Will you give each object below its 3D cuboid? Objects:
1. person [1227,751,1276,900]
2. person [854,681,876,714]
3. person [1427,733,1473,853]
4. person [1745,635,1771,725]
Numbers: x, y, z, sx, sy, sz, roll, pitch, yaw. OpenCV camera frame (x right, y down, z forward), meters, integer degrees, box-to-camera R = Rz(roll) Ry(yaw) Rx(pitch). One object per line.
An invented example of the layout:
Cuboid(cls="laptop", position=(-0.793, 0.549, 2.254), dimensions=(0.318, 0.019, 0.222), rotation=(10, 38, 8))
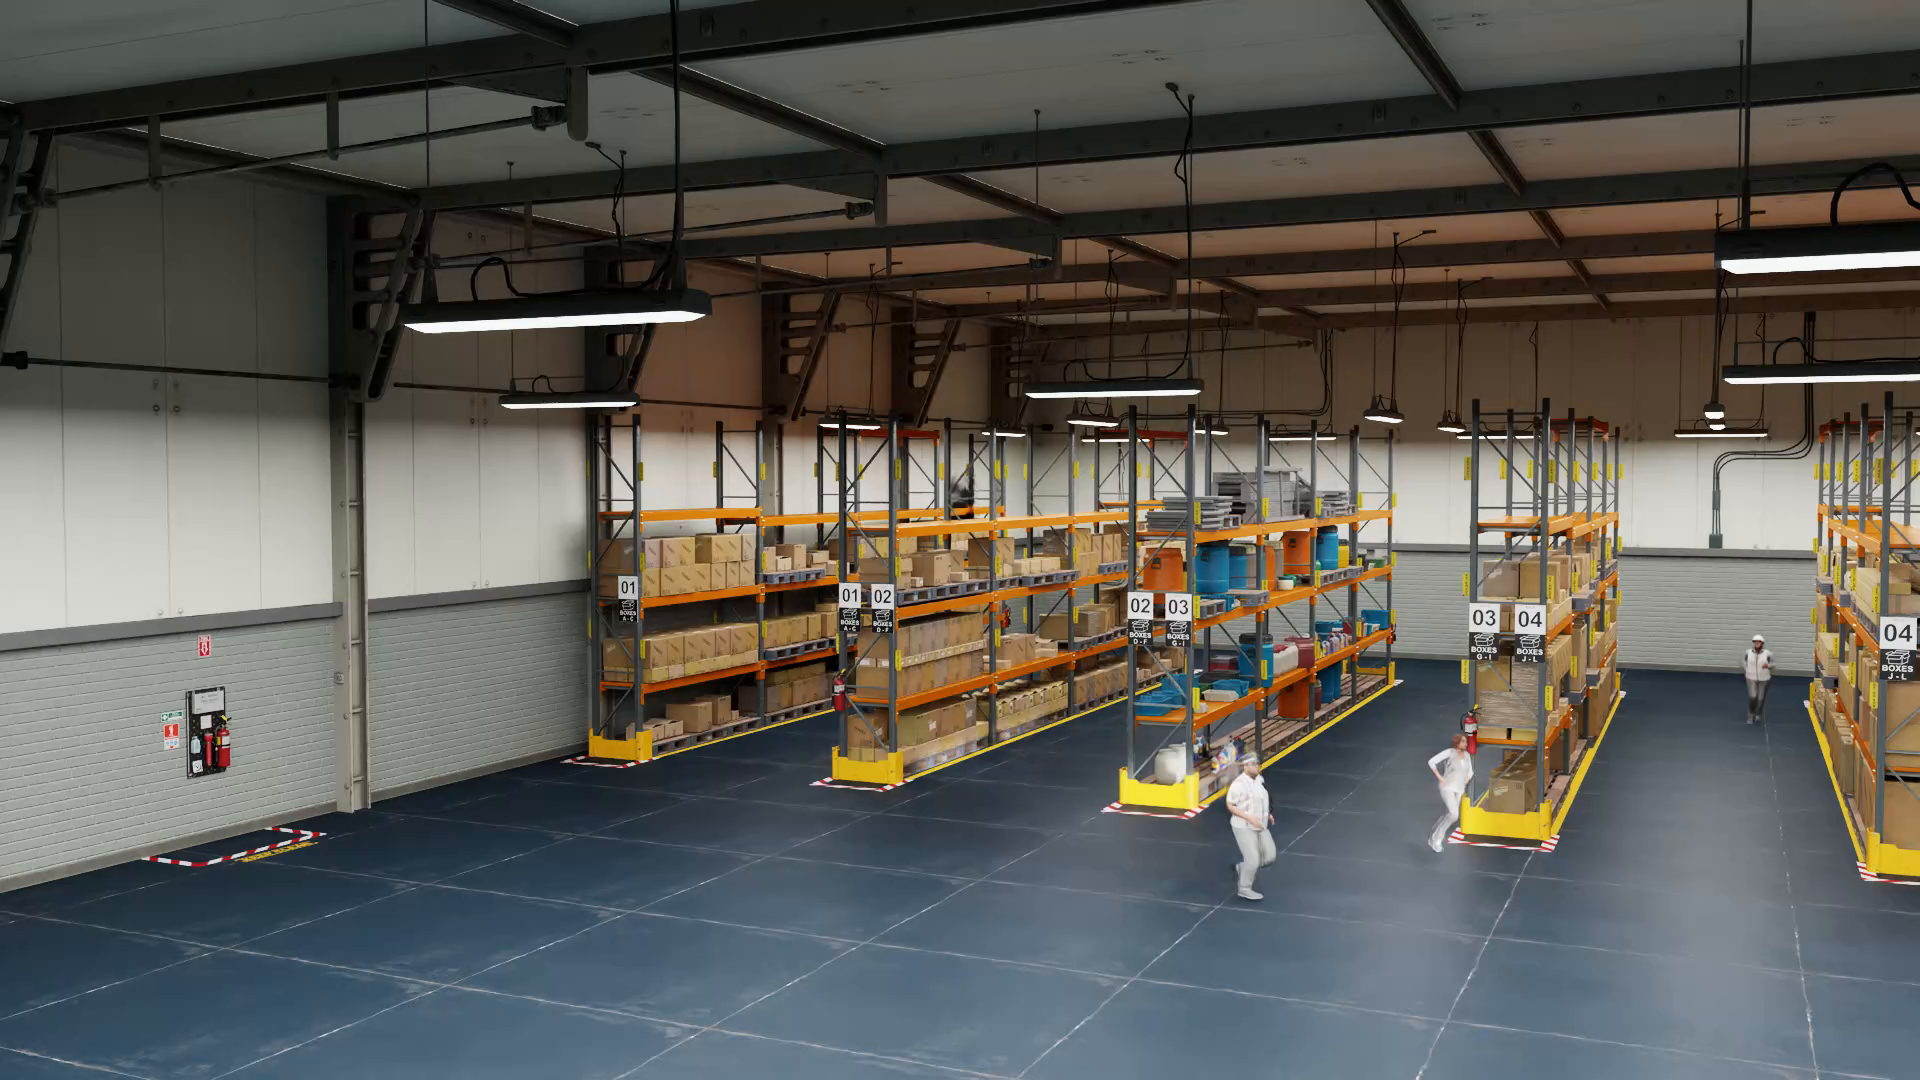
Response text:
Cuboid(cls="person", position=(3.409, 3.327, 19.443), dimensions=(0.640, 1.736, 0.596), rotation=(-2, 3, -40))
Cuboid(cls="person", position=(-1.685, 2.944, 30.556), dimensions=(0.507, 1.617, 0.833), rotation=(1, 2, 14))
Cuboid(cls="person", position=(6.482, 3.322, 21.905), dimensions=(0.553, 1.546, 0.591), rotation=(-1, 3, -26))
Cuboid(cls="person", position=(15.772, 2.782, 32.887), dimensions=(0.483, 1.816, 0.724), rotation=(1, 3, 26))
